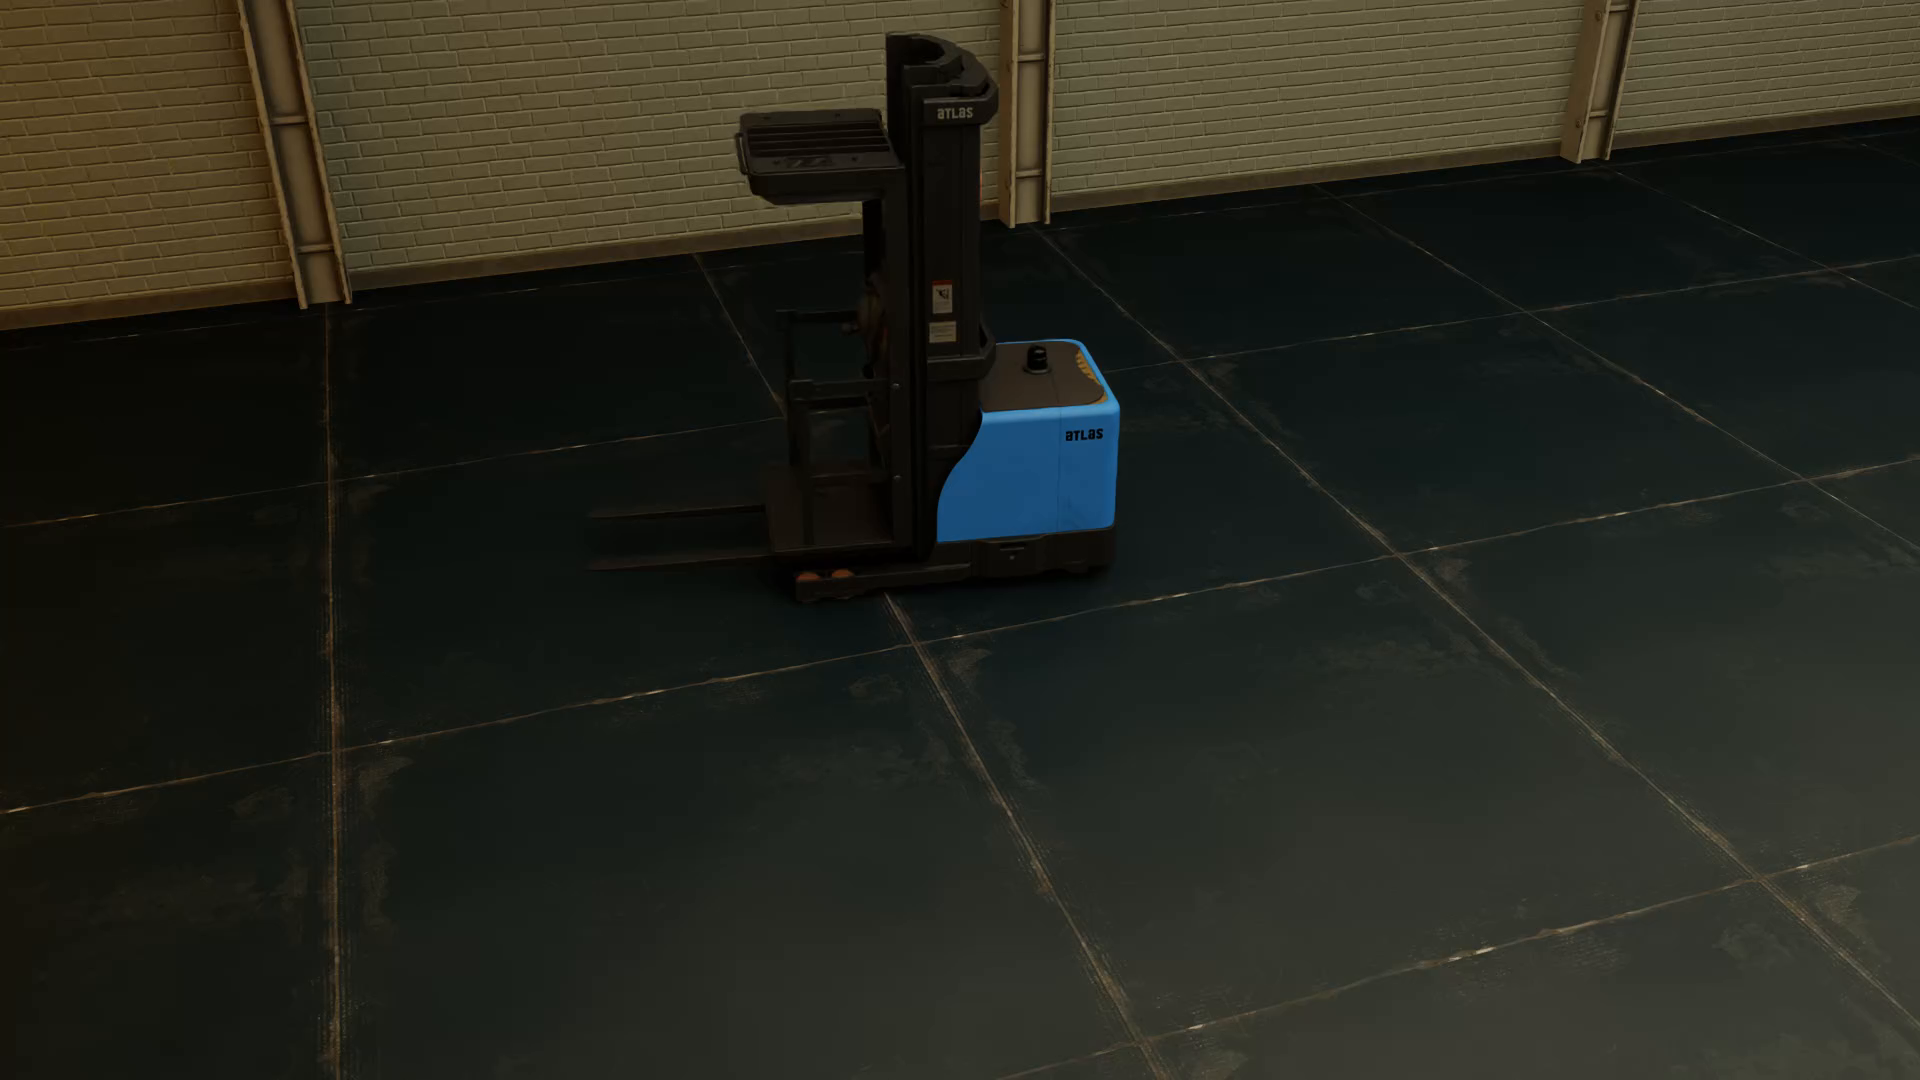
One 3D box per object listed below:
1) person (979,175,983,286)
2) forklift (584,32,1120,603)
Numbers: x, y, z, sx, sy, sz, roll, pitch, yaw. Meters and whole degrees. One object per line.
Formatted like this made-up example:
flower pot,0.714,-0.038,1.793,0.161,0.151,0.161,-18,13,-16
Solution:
person,-0.043,-1.684,11.279,0.405,1.692,0.848,-3,30,-5
forklift,-0.662,-1.201,9.174,3.031,2.935,1.130,-5,30,-8
